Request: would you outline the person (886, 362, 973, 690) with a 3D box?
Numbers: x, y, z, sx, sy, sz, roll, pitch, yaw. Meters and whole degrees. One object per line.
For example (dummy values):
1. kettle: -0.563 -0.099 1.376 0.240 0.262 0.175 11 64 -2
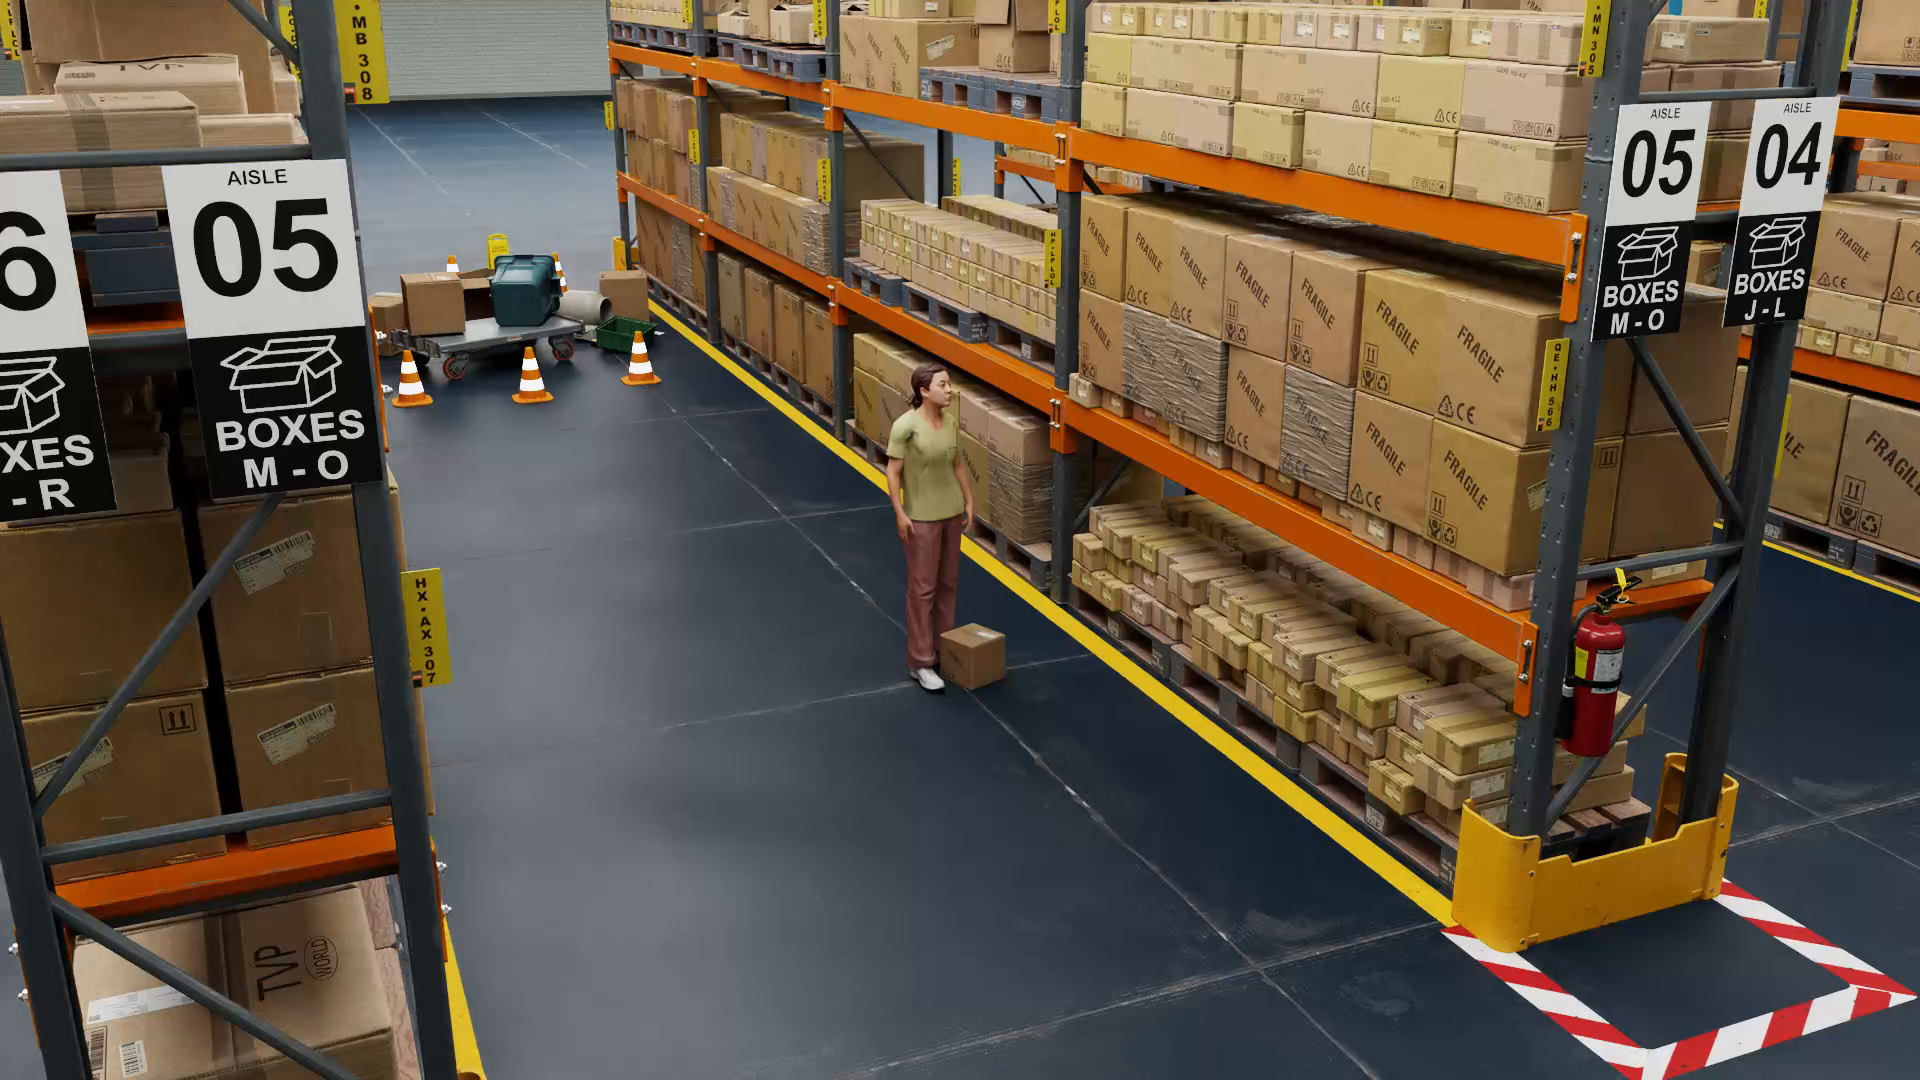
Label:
1. person: -0.090 -0.070 8.835 0.554 1.612 0.517 -16 25 -39
